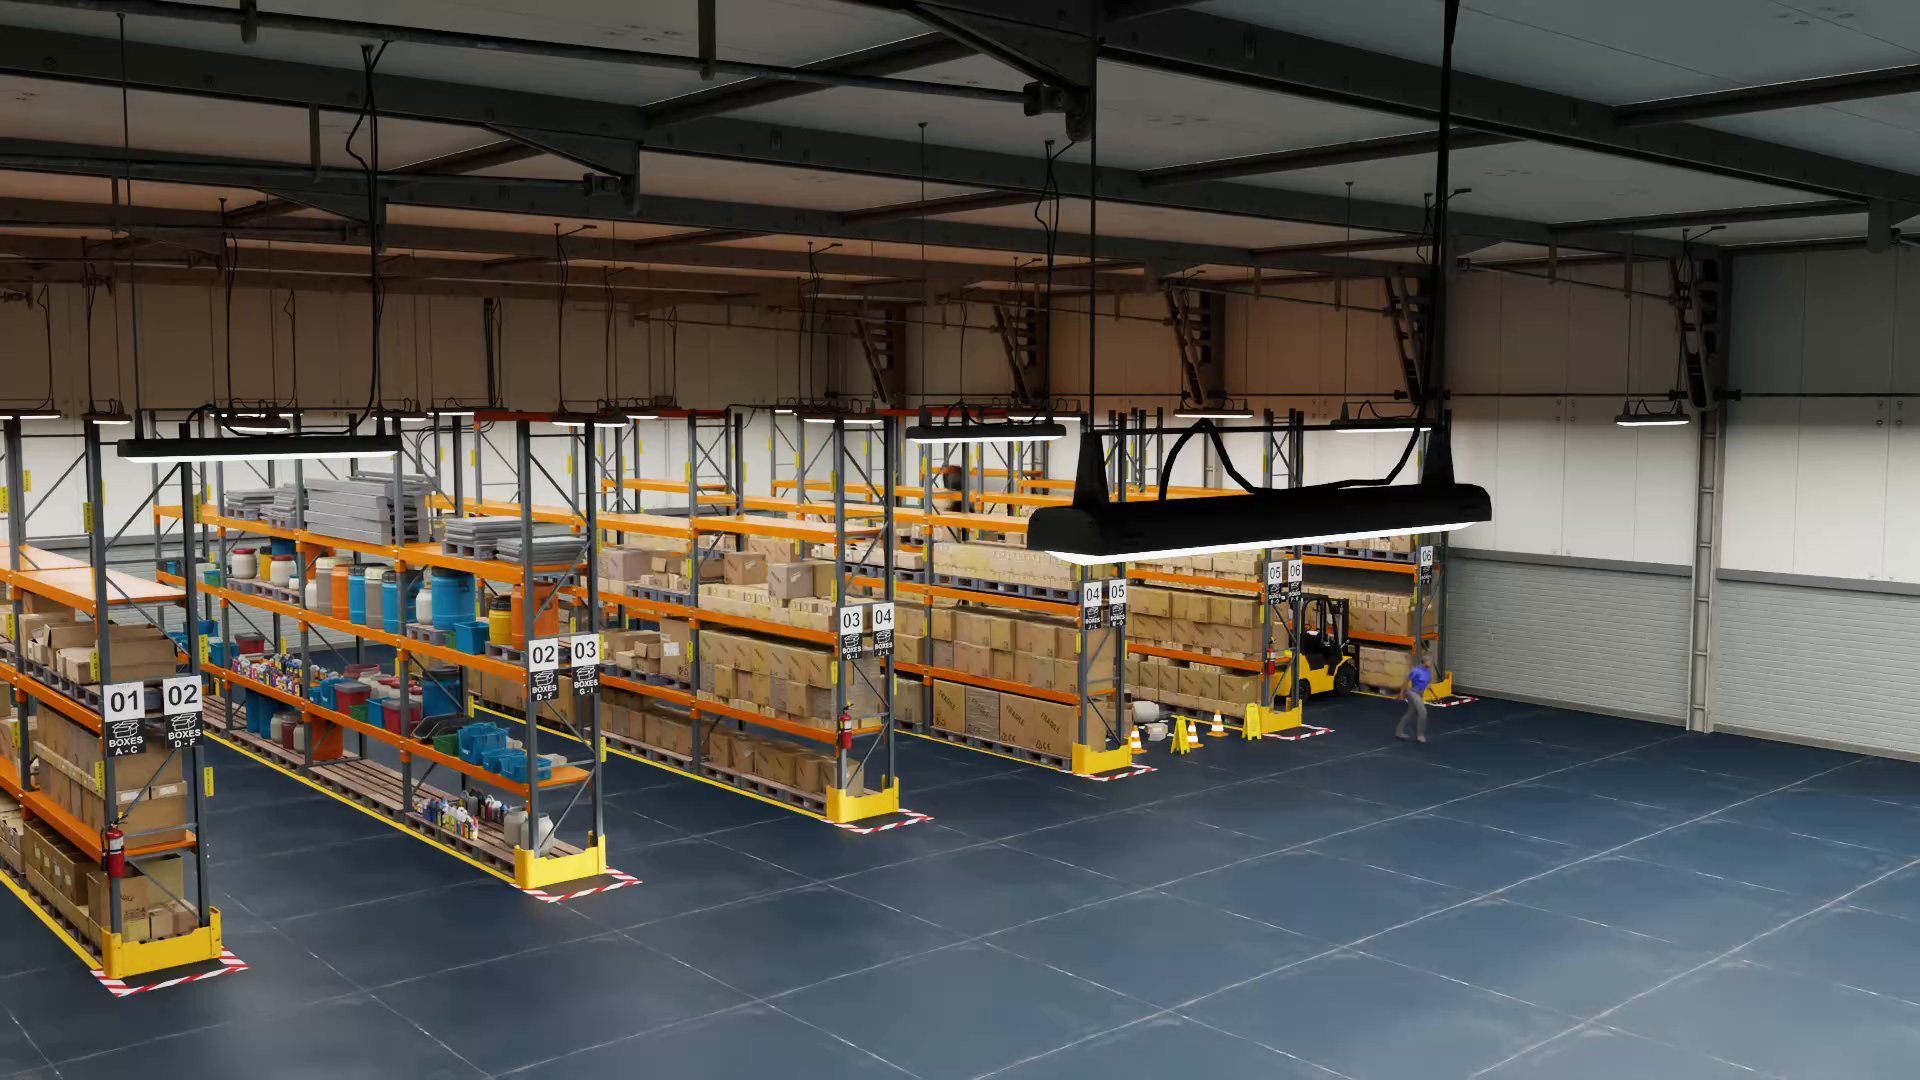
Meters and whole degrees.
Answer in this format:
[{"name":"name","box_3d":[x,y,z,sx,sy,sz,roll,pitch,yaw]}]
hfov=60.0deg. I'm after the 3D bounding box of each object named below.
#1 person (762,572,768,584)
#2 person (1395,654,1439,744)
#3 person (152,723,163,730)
[{"name":"person","box_3d":[-5.226,1.414,45.612,0.714,1.755,0.992,4,6,39]},{"name":"person","box_3d":[8.322,2.866,30.374,0.781,1.609,0.556,5,7,44]},{"name":"person","box_3d":[-12.769,3.215,26.152,0.842,1.707,0.550,4,7,41]}]
